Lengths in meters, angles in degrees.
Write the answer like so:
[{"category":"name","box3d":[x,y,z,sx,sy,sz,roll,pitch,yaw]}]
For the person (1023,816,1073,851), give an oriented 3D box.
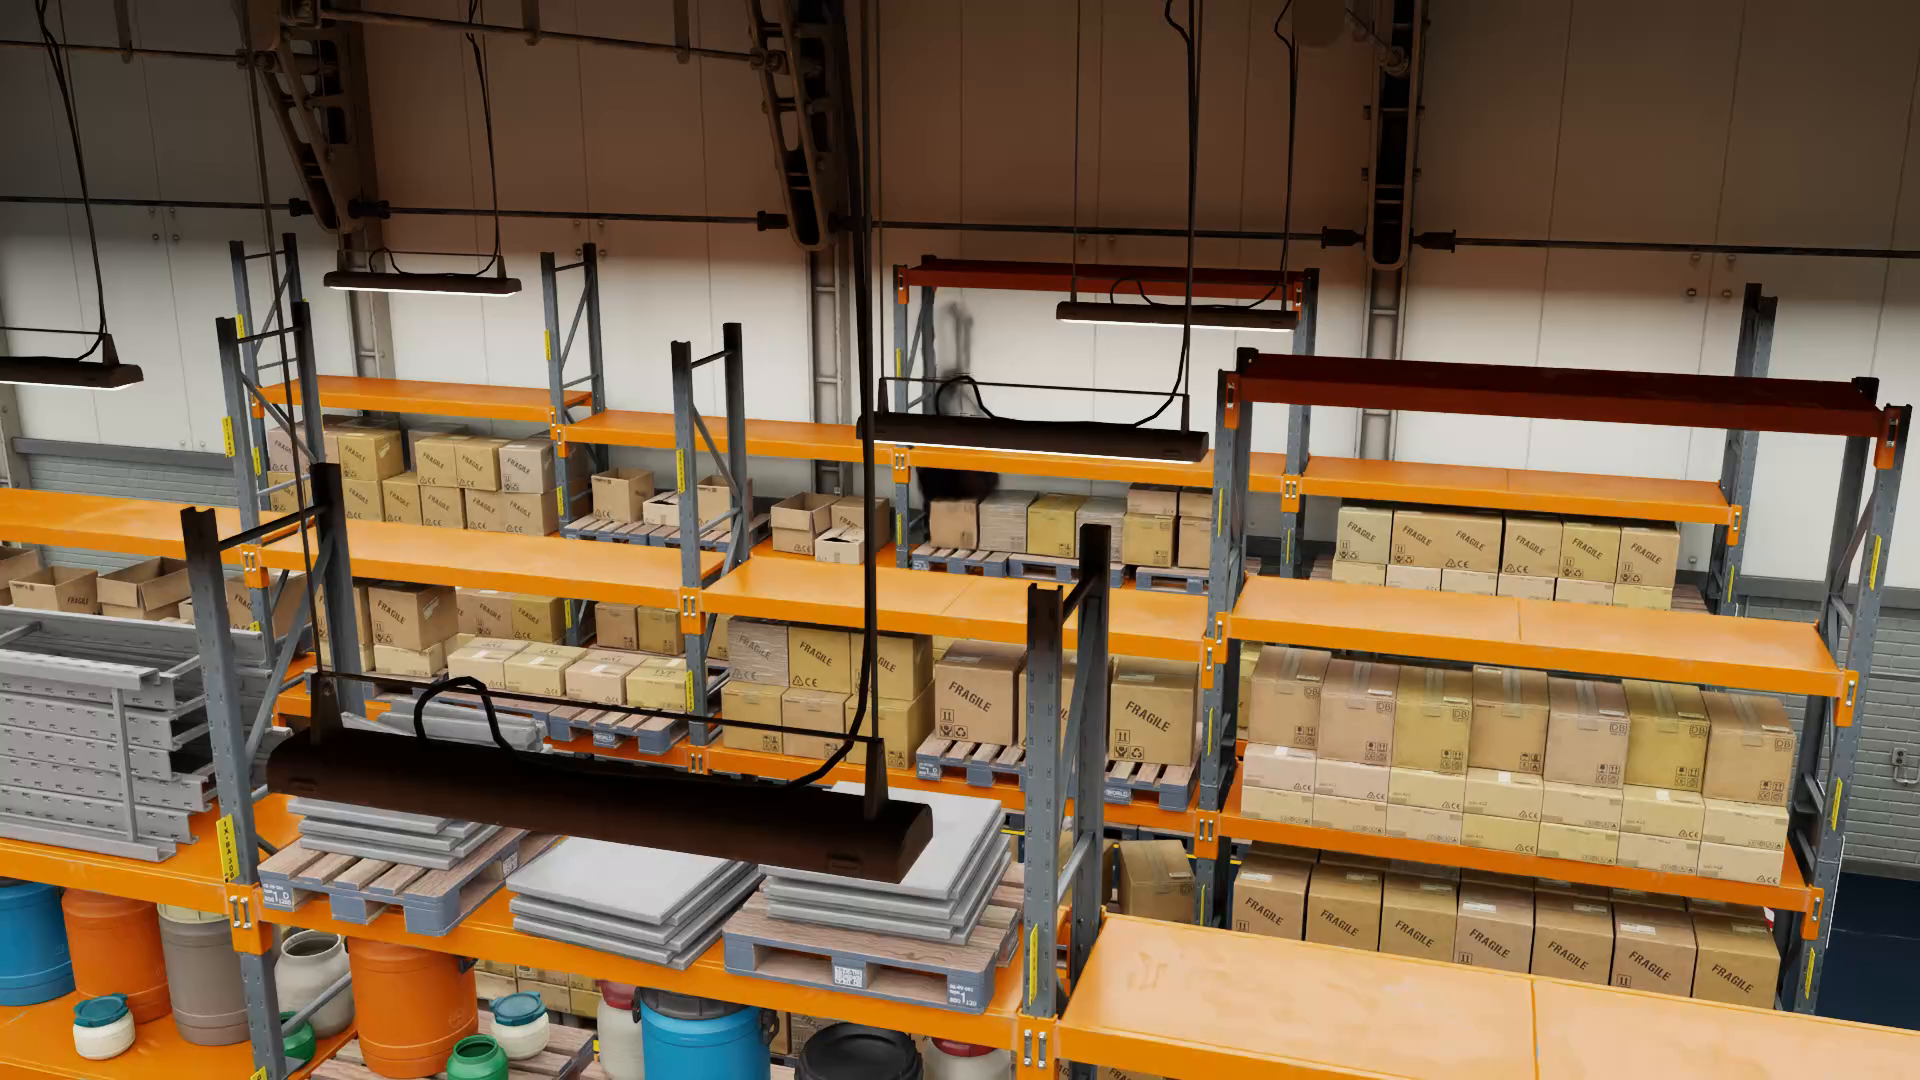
[{"category":"person","box3d":[0.838,2.613,15.624,0.642,1.691,0.694,2,16,8]}]
